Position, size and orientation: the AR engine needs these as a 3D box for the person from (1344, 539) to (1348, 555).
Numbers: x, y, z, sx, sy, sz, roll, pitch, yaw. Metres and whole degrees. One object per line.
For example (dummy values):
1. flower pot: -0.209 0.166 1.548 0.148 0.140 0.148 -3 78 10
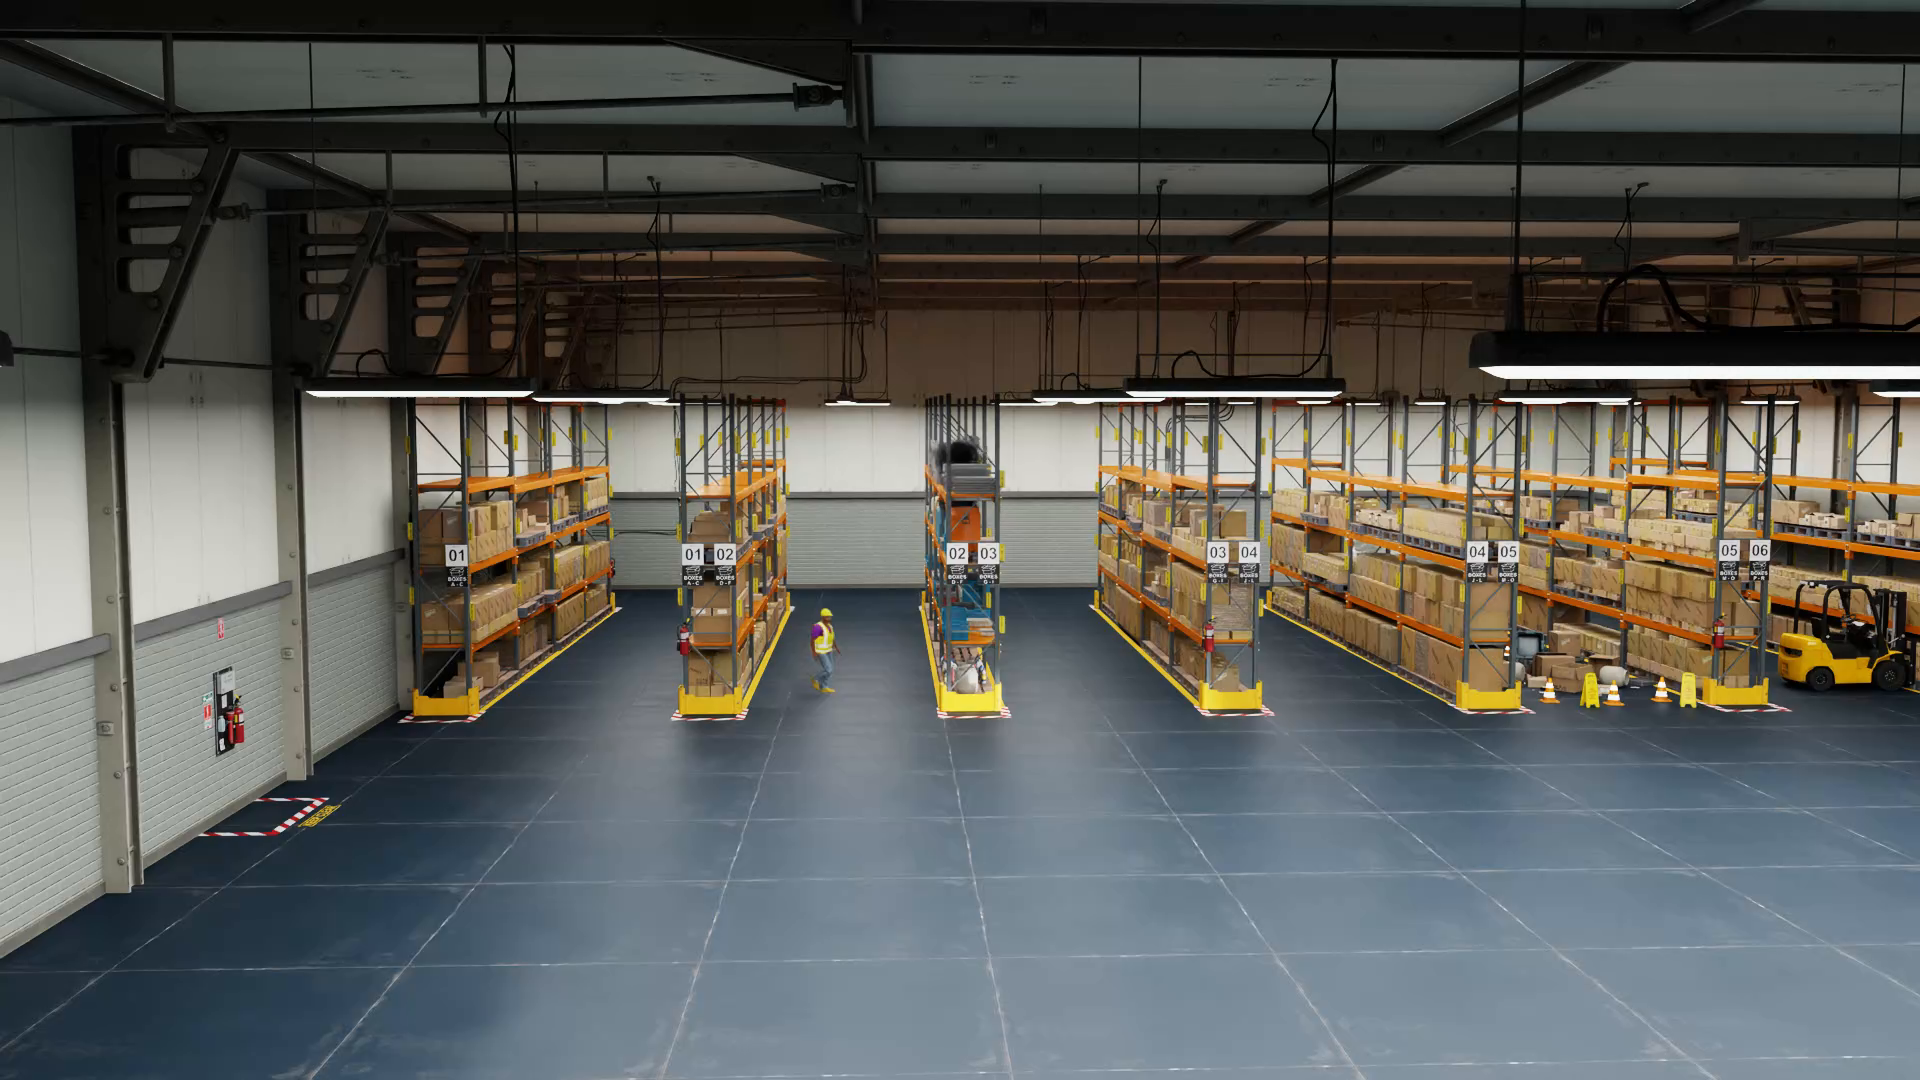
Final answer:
1. person: 11.778 0.791 51.370 0.713 1.790 0.677 -3 5 -33

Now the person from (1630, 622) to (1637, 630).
1. person: 16.367 1.761 39.841 0.573 1.640 0.940 -1 5 -10

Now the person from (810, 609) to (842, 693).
1. person: -2.719 2.221 33.153 0.543 1.722 0.730 2 5 26
